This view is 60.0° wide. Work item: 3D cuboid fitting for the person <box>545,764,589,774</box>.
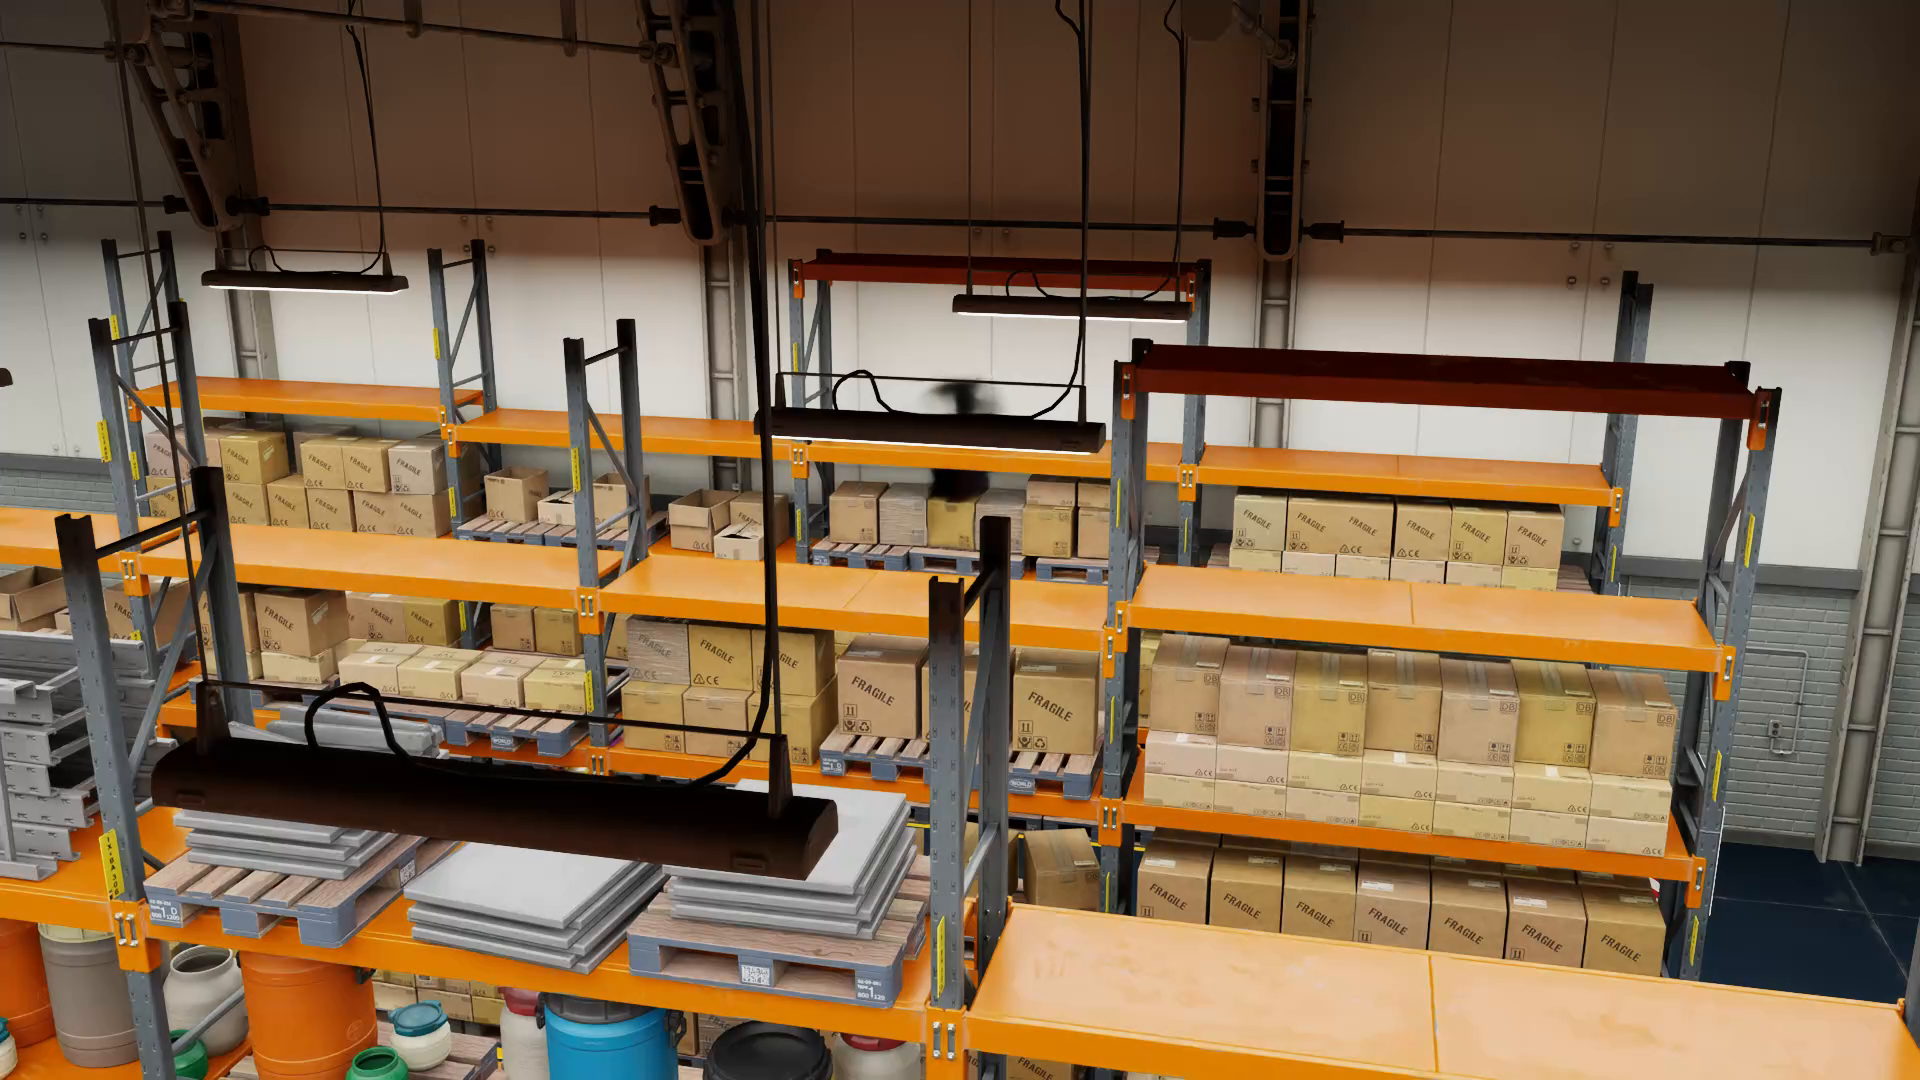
[{"bbox_3d":[-4.008,2.395,17.232,0.790,1.700,0.724,-12,20,-35],"label":"person"}]
